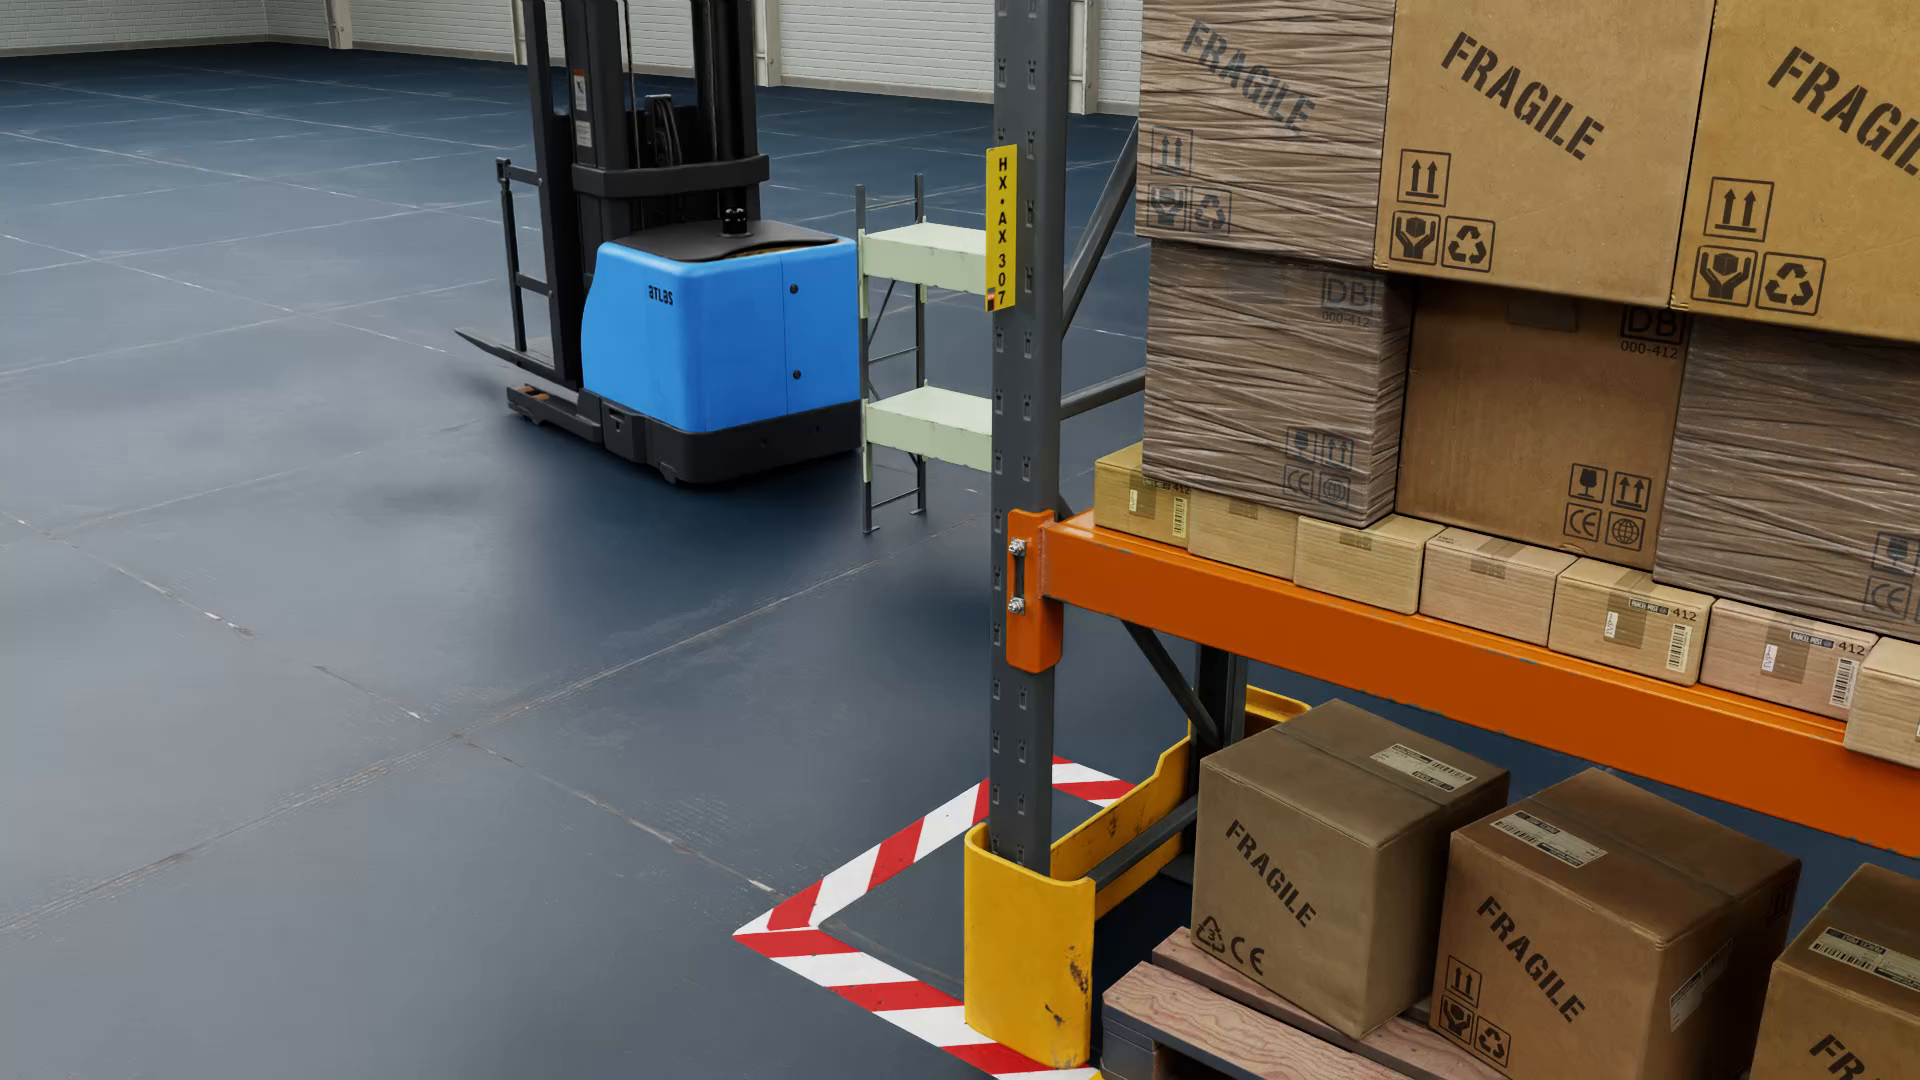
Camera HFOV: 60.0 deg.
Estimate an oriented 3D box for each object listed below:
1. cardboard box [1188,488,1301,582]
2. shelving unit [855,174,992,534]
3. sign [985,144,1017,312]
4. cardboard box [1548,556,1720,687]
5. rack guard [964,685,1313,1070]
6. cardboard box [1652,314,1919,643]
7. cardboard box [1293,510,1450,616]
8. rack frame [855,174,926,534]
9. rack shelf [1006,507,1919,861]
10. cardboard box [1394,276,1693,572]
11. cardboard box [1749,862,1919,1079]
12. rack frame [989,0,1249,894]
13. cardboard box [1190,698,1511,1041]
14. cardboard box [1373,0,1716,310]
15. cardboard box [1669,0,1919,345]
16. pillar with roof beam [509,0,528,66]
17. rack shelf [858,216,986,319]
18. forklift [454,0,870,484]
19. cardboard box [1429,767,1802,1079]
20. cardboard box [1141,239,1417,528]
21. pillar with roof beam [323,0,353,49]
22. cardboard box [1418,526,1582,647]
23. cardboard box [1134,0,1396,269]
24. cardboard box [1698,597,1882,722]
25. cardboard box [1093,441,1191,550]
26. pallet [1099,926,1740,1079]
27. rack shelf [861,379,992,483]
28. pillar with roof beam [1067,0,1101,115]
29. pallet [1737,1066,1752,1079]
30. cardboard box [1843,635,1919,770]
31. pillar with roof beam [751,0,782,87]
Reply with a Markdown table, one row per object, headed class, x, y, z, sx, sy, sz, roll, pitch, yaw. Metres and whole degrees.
| class | x | y | z | sx | sy | sz | roll | pitch | yaw |
| --- | --- | --- | --- | --- | --- | --- | --- | --- | --- |
| cardboard box | 0.680 | -0.064 | 3.442 | 0.250 | 0.149 | 0.380 | 16 | 26 | 36 |
| shelving unit | -0.005 | -0.703 | 6.907 | 0.755 | 1.500 | 0.431 | 16 | 26 | 36 |
| sign | 0.085 | -0.628 | 3.355 | 0.005 | 0.325 | 0.100 | 16 | 26 | 36 |
| cardboard box | 1.260 | 0.104 | 2.997 | 0.250 | 0.149 | 0.380 | 16 | 26 | 36 |
| rack guard | 0.487 | 0.816 | 4.297 | 0.348 | 0.500 | 1.175 | 16 | 26 | 36 |
| cardboard box | 1.660 | -0.225 | 2.950 | 0.500 | 0.500 | 0.875 | 16 | 26 | 36 |
| cardboard box | 0.864 | -0.004 | 3.283 | 0.250 | 0.149 | 0.380 | 16 | 26 | 36 |
| rack frame | -0.289 | -0.785 | 7.124 | 0.023 | 1.500 | 0.400 | 16 | 26 | 36 |
| rack shelf | 1.977 | 0.412 | 2.845 | 4.000 | 0.370 | 1.077 | 16 | 26 | 36 |
| cardboard box | 1.300 | -0.348 | 3.277 | 0.500 | 0.500 | 0.875 | 16 | 26 | 36 |
| cardboard box | 1.859 | 1.015 | 3.173 | 0.500 | 0.500 | 0.500 | 19 | 28 | 41 |
| rack frame | 0.428 | -0.371 | 3.901 | 0.127 | 3.000 | 1.000 | 16 | 26 | 36 |
| cardboard box | 0.901 | 0.746 | 3.886 | 0.500 | 0.500 | 0.500 | -17 | 26 | -37 |
| cardboard box | 1.065 | -0.714 | 2.831 | 0.500 | 0.500 | 0.500 | 16 | 26 | 36 |
| cardboard box | 1.453 | -0.603 | 2.536 | 0.500 | 0.500 | 0.500 | 16 | 26 | 36 |
| pillar with roof beam | -10.402 | -11.498 | 24.906 | 0.400 | 9.000 | 9.100 | 16 | 26 | 36 |
| rack shelf | -0.005 | -1.068 | 6.770 | 0.720 | 0.370 | 0.431 | 16 | 26 | 36 |
| forklift | -1.773 | -2.077 | 8.522 | 1.130 | 2.935 | 3.031 | -16 | 26 | -37 |
| cardboard box | 1.386 | 0.870 | 3.558 | 0.500 | 0.500 | 0.500 | -14 | 25 | -33 |
| cardboard box | 0.837 | -0.427 | 3.486 | 0.500 | 0.500 | 0.875 | 16 | 26 | 36 |
| pillar with roof beam | -15.051 | -12.837 | 28.455 | 0.400 | 9.000 | 9.100 | 16 | 26 | 36 |
| cardboard box | 1.071 | 0.046 | 3.150 | 0.250 | 0.149 | 0.380 | 16 | 26 | 36 |
| cardboard box | 0.682 | -0.828 | 3.131 | 0.500 | 0.500 | 0.500 | 16 | 26 | 36 |
| cardboard box | 1.471 | 0.152 | 2.869 | 0.250 | 0.149 | 0.380 | 16 | 26 | 36 |
| cardboard box | 0.498 | -0.125 | 3.604 | 0.250 | 0.149 | 0.380 | 16 | 26 | 36 |
| pallet | 1.094 | 1.142 | 3.842 | 1.213 | 0.211 | 1.003 | 16 | 26 | 36 |
| rack shelf | -0.005 | -0.398 | 7.023 | 0.720 | 0.370 | 0.431 | 16 | 26 | 36 |
| pillar with roof beam | -1.106 | -8.821 | 17.806 | 0.400 | 9.000 | 9.100 | 16 | 26 | 36 |
| pallet | 2.035 | 1.414 | 3.120 | 1.213 | 0.211 | 1.003 | 16 | 26 | 36 |
| cardboard box | 1.599 | 0.236 | 2.646 | 0.250 | 0.149 | 0.380 | 16 | 26 | 36 |
| pillar with roof beam | -5.754 | -10.160 | 21.356 | 0.400 | 9.000 | 9.100 | 16 | 26 | 36 |
